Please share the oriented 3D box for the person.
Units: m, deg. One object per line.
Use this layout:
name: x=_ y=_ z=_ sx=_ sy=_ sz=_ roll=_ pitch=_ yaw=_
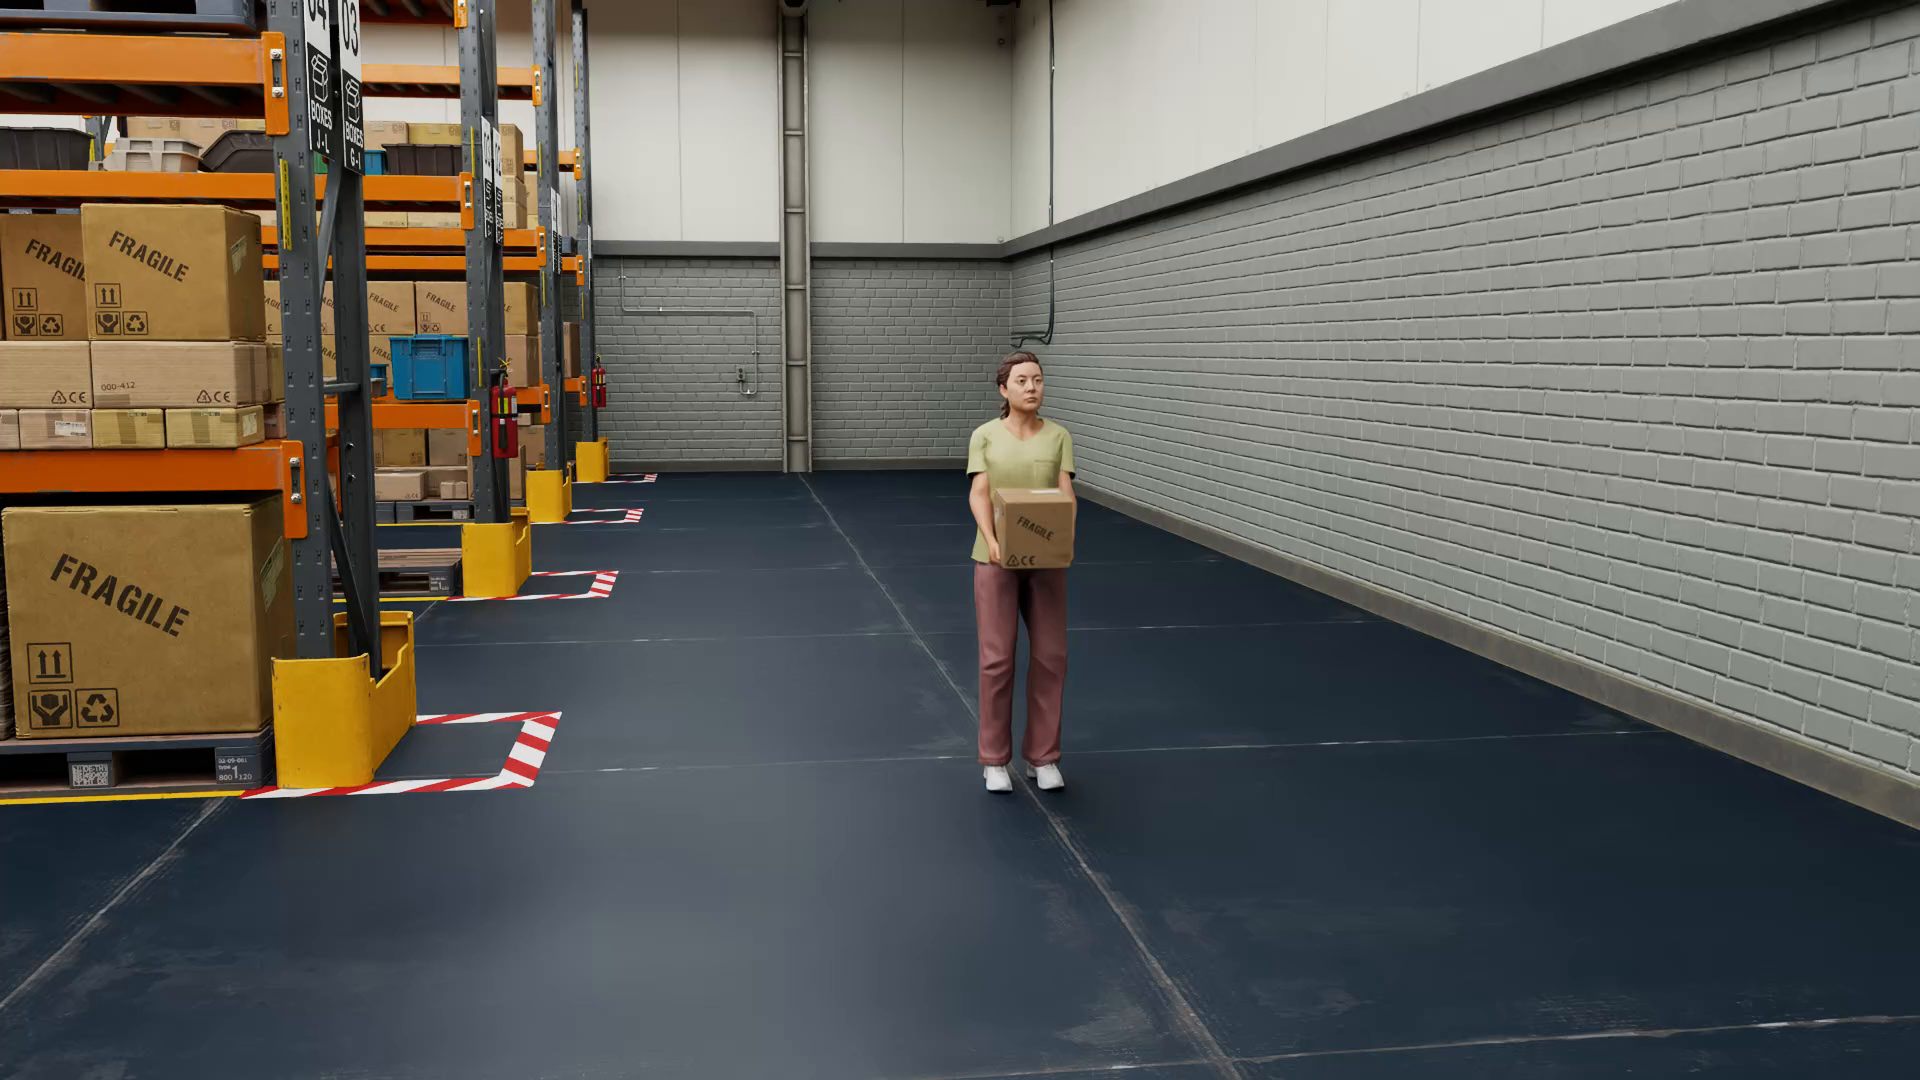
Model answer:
person: x=0.243 y=0.116 z=6.356 sx=0.426 sy=1.665 sz=0.549 roll=-1 pitch=7 yaw=-8
